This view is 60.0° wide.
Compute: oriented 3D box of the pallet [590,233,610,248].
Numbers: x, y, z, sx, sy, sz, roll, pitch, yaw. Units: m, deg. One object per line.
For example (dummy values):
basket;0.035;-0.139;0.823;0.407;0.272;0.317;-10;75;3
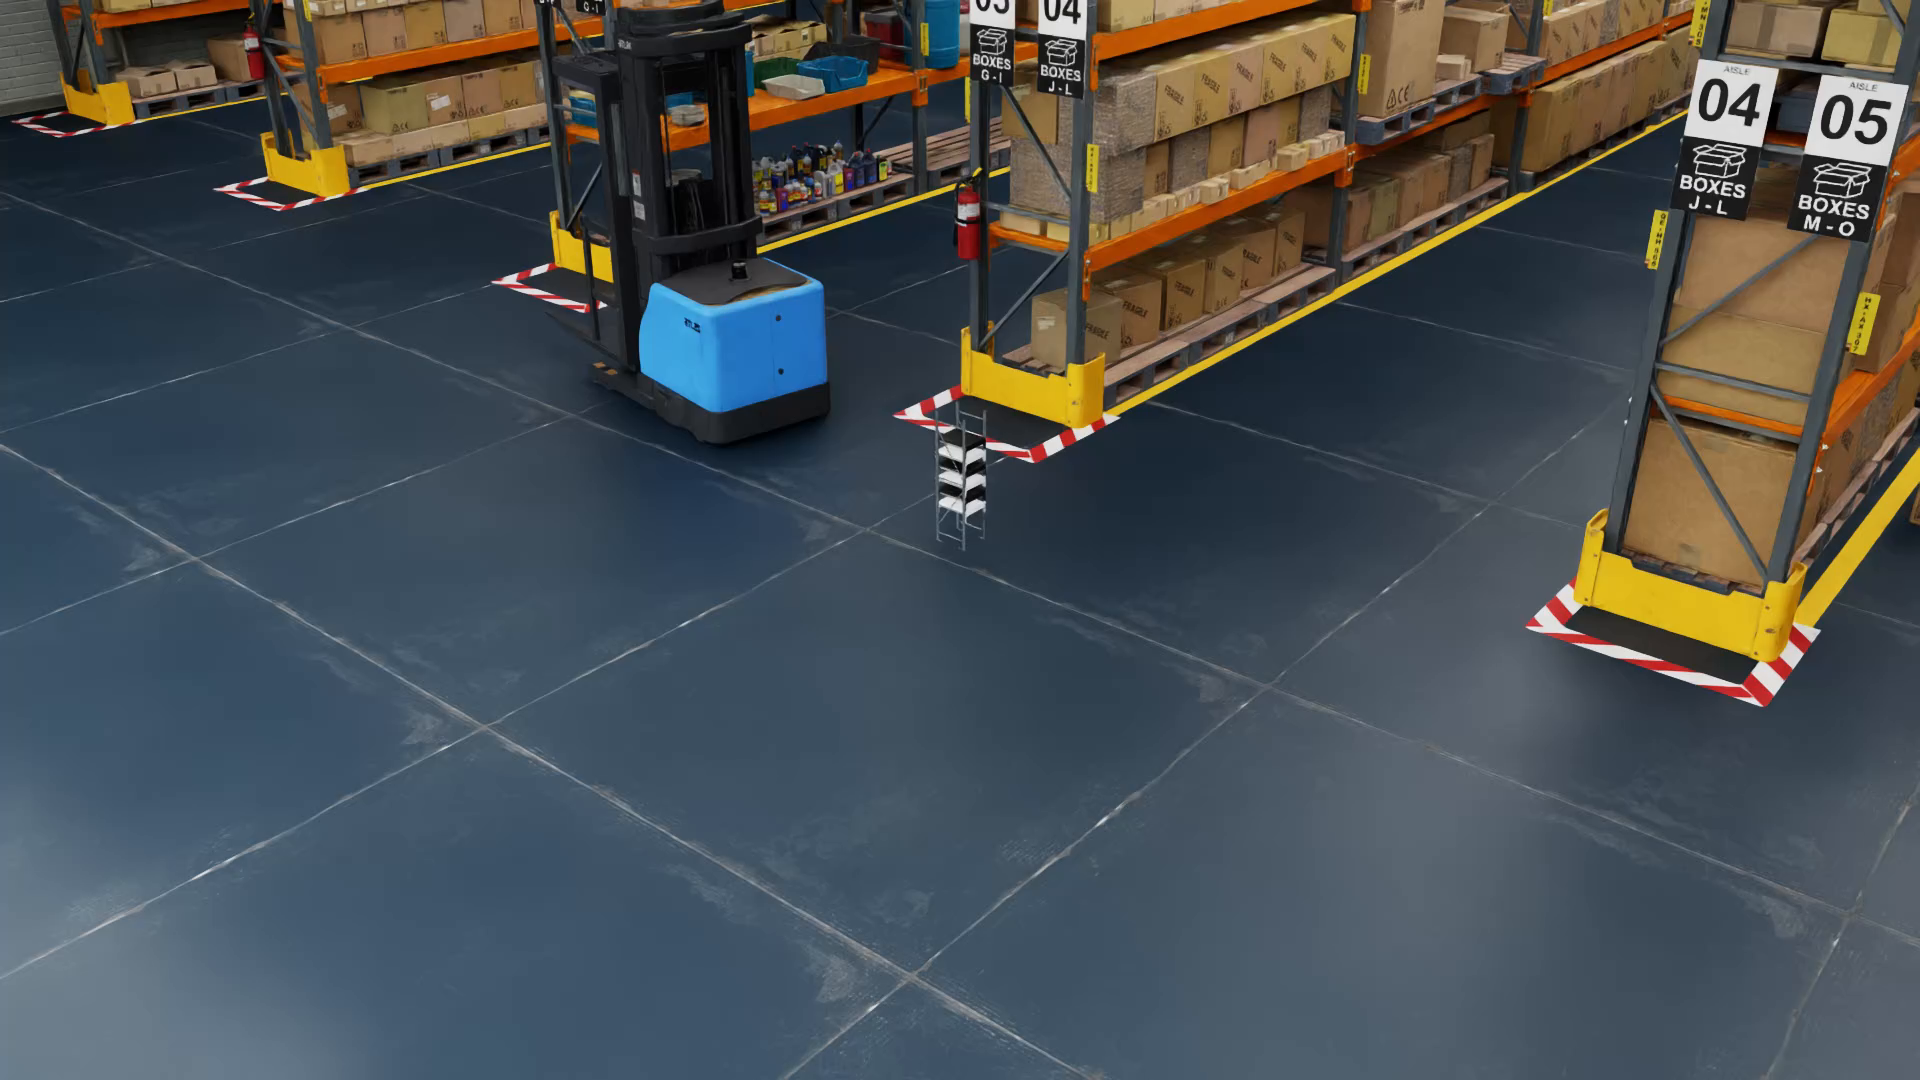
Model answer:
pallet;-2.794;-2.889;16.104;1.003;0.211;1.213;21;34;34

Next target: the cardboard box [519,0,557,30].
cardboard box;-5.210;-6.364;19.678;0.700;0.500;0.500;20;34;34

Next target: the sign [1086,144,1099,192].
sign;0.914;-2.579;11.528;0.100;0.325;0.005;21;34;34

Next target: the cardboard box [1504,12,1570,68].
cardboard box;6.103;-5.326;17.672;0.500;0.500;0.500;22;35;36

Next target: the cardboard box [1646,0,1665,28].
cardboard box;8.041;-6.406;19.760;0.500;0.500;0.500;21;34;35

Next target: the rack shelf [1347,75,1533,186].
rack shelf;4.311;-4.160;16.311;1.077;0.370;4.000;21;34;34

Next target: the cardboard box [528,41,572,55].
cardboard box;-5.139;-5.893;20.596;0.500;0.500;0.500;21;34;34

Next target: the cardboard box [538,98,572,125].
cardboard box;-5.054;-5.230;20.131;0.500;0.250;0.500;21;34;34

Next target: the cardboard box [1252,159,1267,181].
cardboard box;2.296;-3.068;13.690;0.380;0.149;0.250;21;34;34

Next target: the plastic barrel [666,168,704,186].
plastic barrel;-2.648;-3.315;16.144;0.421;0.512;0.421;0;27;0

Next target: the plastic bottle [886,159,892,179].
plastic bottle;-0.773;-3.951;17.690;0.097;0.201;0.097;0;27;0

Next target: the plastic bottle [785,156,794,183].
plastic bottle;-1.801;-3.907;17.528;0.097;0.271;0.097;0;27;0

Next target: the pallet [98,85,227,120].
pallet;-10.379;-5.762;21.658;1.003;0.211;1.213;21;34;34

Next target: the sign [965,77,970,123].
sign;0.079;-3.177;12.022;0.100;0.325;0.005;21;34;34

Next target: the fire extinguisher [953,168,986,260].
fire extinguisher;0.067;-2.412;12.233;0.296;0.674;0.183;21;34;34

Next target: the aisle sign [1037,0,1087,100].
aisle sign;0.687;-3.398;11.224;0.394;0.787;0.004;21;34;34

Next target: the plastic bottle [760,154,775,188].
plastic bottle;-2.007;-3.855;17.341;0.144;0.351;0.185;20;34;34

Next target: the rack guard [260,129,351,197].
rack guard;-7.162;-4.130;18.190;1.175;0.500;0.348;21;34;34

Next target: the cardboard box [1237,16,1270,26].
cardboard box;2.240;-4.129;13.945;0.500;0.500;0.500;21;34;34

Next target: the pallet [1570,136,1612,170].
pallet;6.919;-4.639;19.487;1.003;0.211;1.213;21;34;34

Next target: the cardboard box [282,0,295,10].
cardboard box;-7.051;-5.773;17.830;0.380;0.149;0.250;20;33;34

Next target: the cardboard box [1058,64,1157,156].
cardboard box;1.055;-3.089;11.935;0.500;0.500;0.500;21;34;34

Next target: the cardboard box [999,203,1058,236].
cardboard box;0.517;-2.402;12.403;0.380;0.149;0.250;21;34;34

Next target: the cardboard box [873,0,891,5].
cardboard box;-1.315;-7.754;24.716;0.500;0.500;0.500;19;33;33

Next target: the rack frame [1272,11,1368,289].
rack frame;3.039;-3.771;14.775;1.000;3.000;0.127;21;34;34

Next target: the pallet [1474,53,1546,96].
pallet;5.212;-4.820;17.012;1.213;0.211;1.003;21;34;34

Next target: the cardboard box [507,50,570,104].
cardboard box;-5.056;-5.564;19.959;0.500;0.500;0.500;21;34;34

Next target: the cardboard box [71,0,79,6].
cardboard box;-10.824;-6.860;20.888;0.500;0.250;0.500;21;34;35

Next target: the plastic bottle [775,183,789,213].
plastic bottle;-1.775;-3.416;16.566;0.061;0.283;0.133;21;34;35

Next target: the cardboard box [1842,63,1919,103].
cardboard box;4.723;-2.347;8.465;0.380;0.149;0.250;21;34;35

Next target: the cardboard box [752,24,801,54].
cardboard box;-2.527;-6.856;22.664;0.500;0.311;0.500;20;34;34

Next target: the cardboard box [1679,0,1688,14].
cardboard box;8.740;-6.596;20.510;0.380;0.149;0.250;19;33;33

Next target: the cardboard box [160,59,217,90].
cardboard box;-10.099;-6.118;21.759;0.500;0.311;0.500;24;36;38

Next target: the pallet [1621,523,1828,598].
pallet;4.706;0.065;10.395;1.003;0.211;1.213;21;34;34

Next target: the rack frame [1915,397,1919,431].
rack frame;6.802;-2.285;11.903;1.000;3.000;0.127;21;34;34

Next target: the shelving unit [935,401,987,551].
shelving unit;0.005;-0.403;10.549;0.258;0.900;0.210;21;34;34

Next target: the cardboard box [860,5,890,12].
cardboard box;-1.220;-7.436;24.101;0.500;0.500;0.500;19;33;33

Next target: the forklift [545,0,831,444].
forklift;-2.288;-2.597;12.580;1.130;2.935;3.031;-20;34;-34

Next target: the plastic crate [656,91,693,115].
plastic crate;-2.822;-4.228;15.819;0.499;0.251;0.408;21;34;34

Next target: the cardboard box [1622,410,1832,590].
cardboard box;4.638;-0.370;10.056;0.875;0.875;0.875;21;34;35

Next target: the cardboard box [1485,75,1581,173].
cardboard box;6.038;-4.670;18.369;1.225;0.875;0.875;19;33;32

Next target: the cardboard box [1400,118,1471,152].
cardboard box;4.851;-4.170;16.972;0.500;0.250;0.500;-24;36;-38

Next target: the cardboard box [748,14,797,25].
cardboard box;-2.618;-7.200;23.329;0.500;0.311;0.500;22;35;36

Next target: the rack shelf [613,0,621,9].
rack shelf;-2.055;-5.522;15.678;1.077;0.370;4.000;21;34;34

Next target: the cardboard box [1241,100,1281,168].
cardboard box;2.120;-3.432;13.687;0.875;0.500;0.500;21;34;34

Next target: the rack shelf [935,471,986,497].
rack shelf;0.005;-0.373;10.564;0.258;0.077;0.200;21;34;34

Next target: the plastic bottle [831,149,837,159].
plastic bottle;-1.388;-4.150;18.074;0.097;0.201;0.097;0;27;0

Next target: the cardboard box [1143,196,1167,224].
cardboard box;1.348;-2.534;12.658;0.380;0.149;0.250;21;34;34

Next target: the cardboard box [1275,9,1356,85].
cardboard box;2.965;-4.151;13.990;0.500;0.500;0.500;21;34;34

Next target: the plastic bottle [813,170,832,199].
plastic bottle;-1.404;-3.652;17.031;0.152;0.276;0.135;21;34;35

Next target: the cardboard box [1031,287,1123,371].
cardboard box;0.905;-1.645;12.930;0.500;0.500;0.500;-21;34;-35

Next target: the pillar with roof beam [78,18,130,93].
pillar with roof beam;-7.872;-8.603;17.586;9.100;9.000;0.400;21;34;34

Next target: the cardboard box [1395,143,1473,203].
cardboard box;4.830;-3.830;17.131;0.700;0.500;0.500;18;32;30

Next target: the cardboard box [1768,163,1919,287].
cardboard box;5.264;-1.914;9.848;0.875;0.550;0.550;21;34;34
